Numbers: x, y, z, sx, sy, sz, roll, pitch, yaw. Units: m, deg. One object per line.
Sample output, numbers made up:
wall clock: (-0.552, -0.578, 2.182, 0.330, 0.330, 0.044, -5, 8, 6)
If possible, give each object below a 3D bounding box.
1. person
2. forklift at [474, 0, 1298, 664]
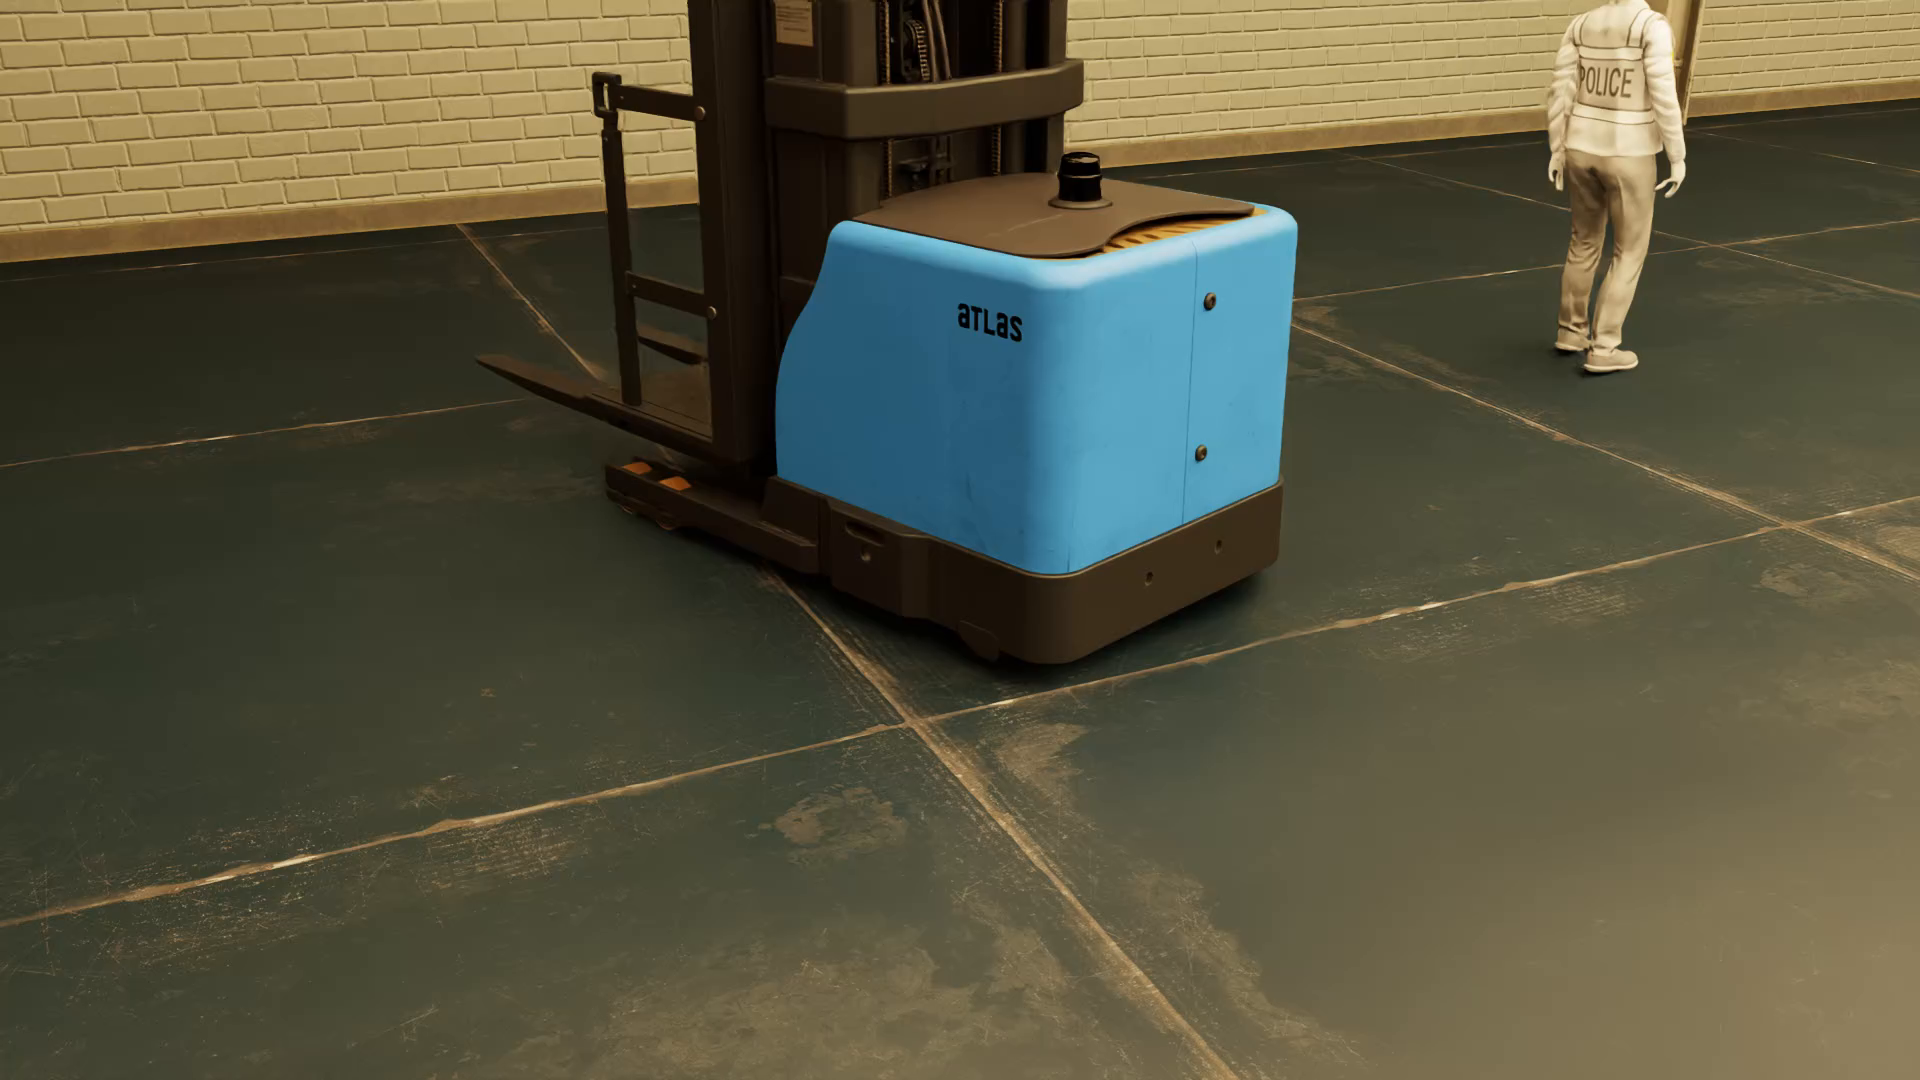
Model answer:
person: (2.624, -1.509, 6.594, 0.455, 1.715, 0.566, -15, 27, -31)
forklift: (-0.486, -1.508, 4.917, 3.031, 2.935, 1.130, 21, 30, 40)
